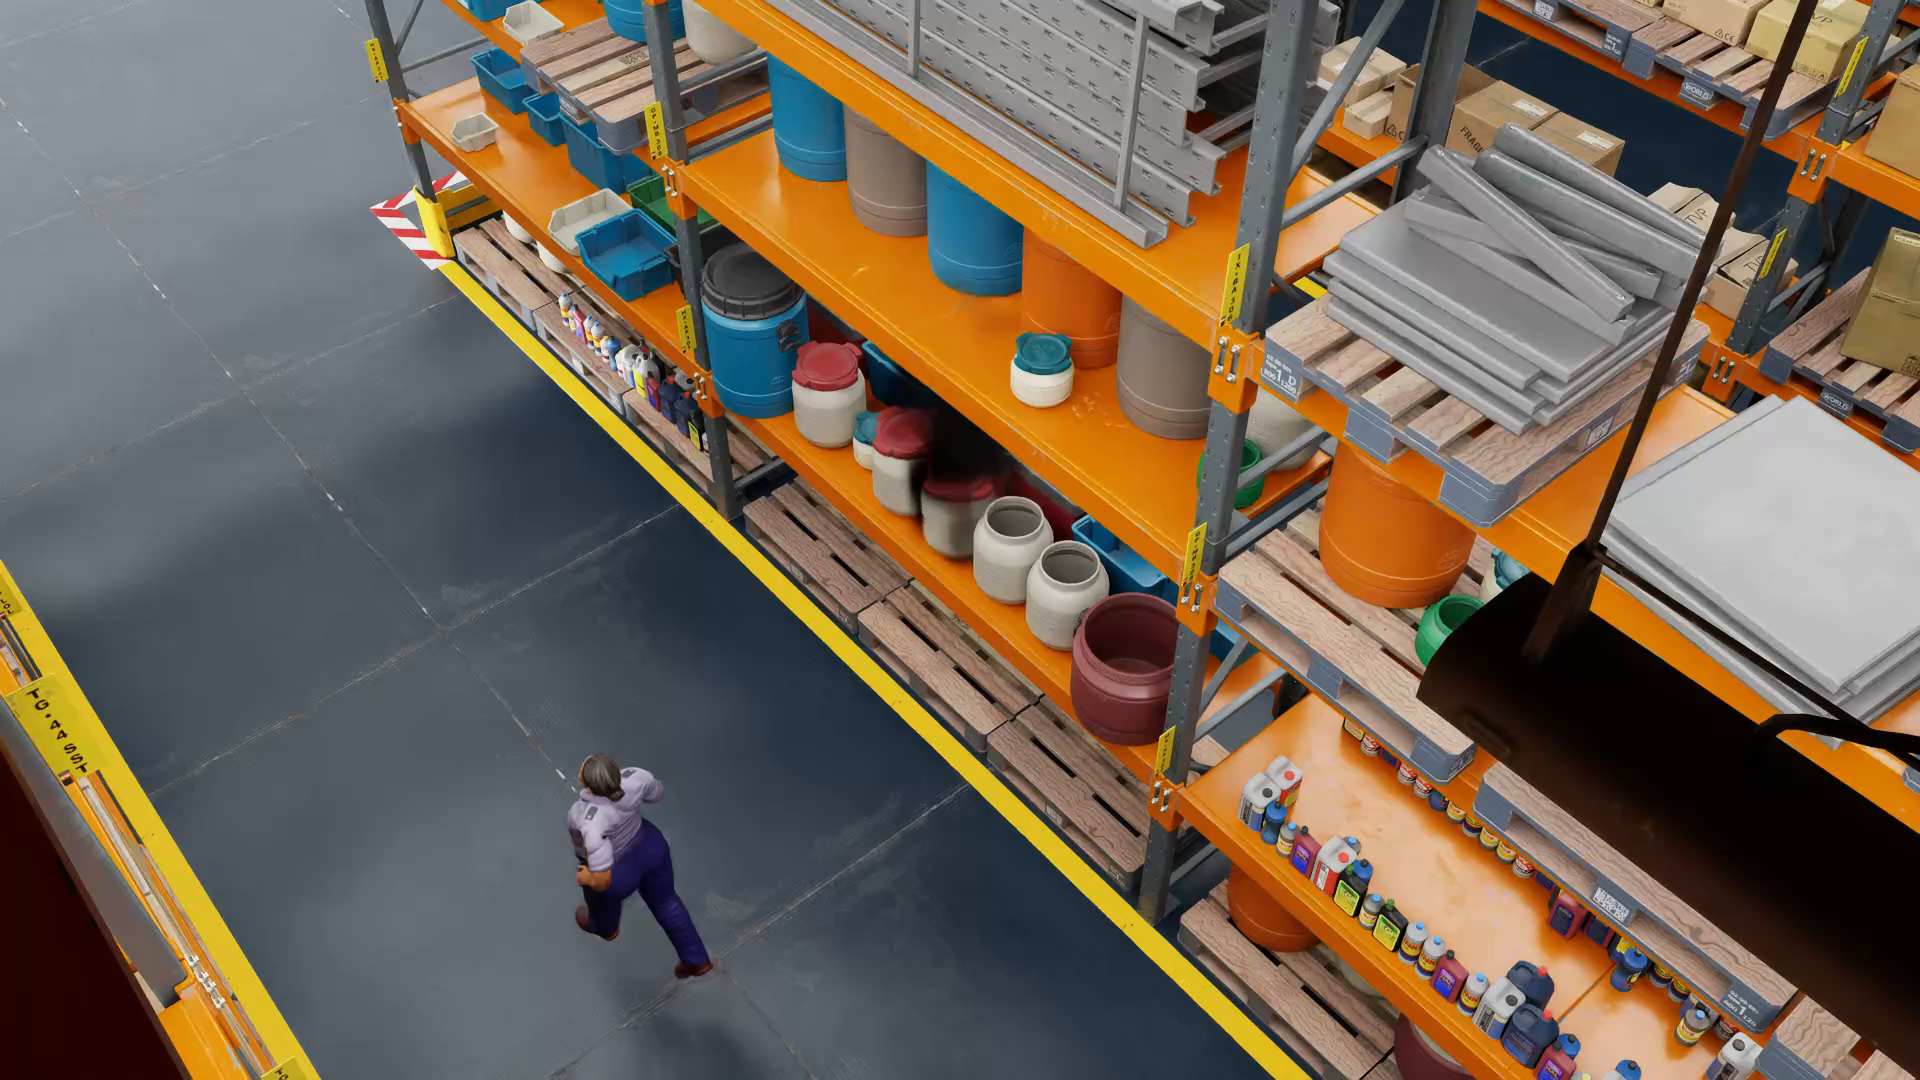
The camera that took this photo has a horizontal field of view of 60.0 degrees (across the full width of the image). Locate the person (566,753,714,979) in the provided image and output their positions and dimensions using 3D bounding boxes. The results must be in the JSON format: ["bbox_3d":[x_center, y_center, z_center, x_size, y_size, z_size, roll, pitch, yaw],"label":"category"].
[{"bbox_3d":[-1.623,1.549,7.981,0.861,1.693,0.606,29,53,25],"label":"person"}]
